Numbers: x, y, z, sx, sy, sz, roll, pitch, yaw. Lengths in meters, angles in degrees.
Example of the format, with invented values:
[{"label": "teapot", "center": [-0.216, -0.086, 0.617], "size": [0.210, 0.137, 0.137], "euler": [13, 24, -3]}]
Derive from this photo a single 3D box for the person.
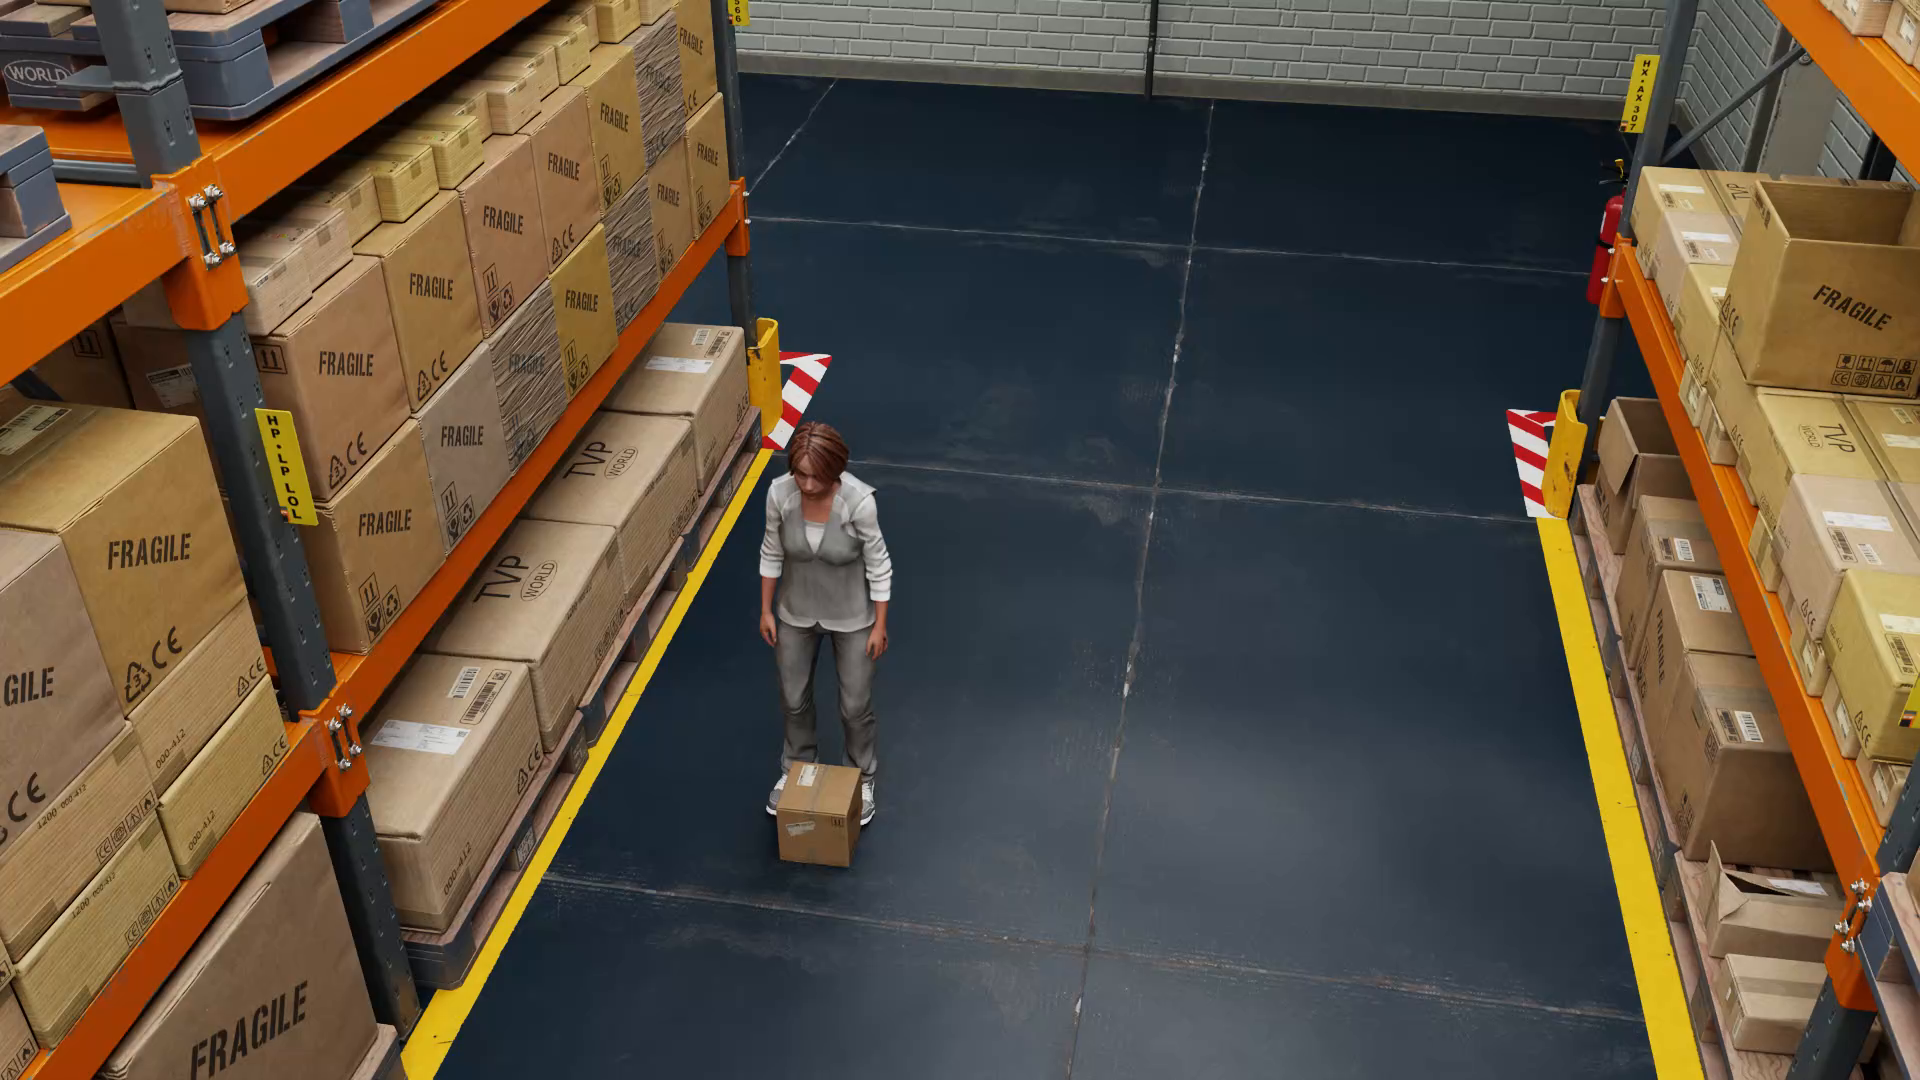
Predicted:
[{"label": "person", "center": [-0.459, 0.278, 5.718], "size": [0.460, 1.592, 0.343], "euler": [6, 33, 9]}]
